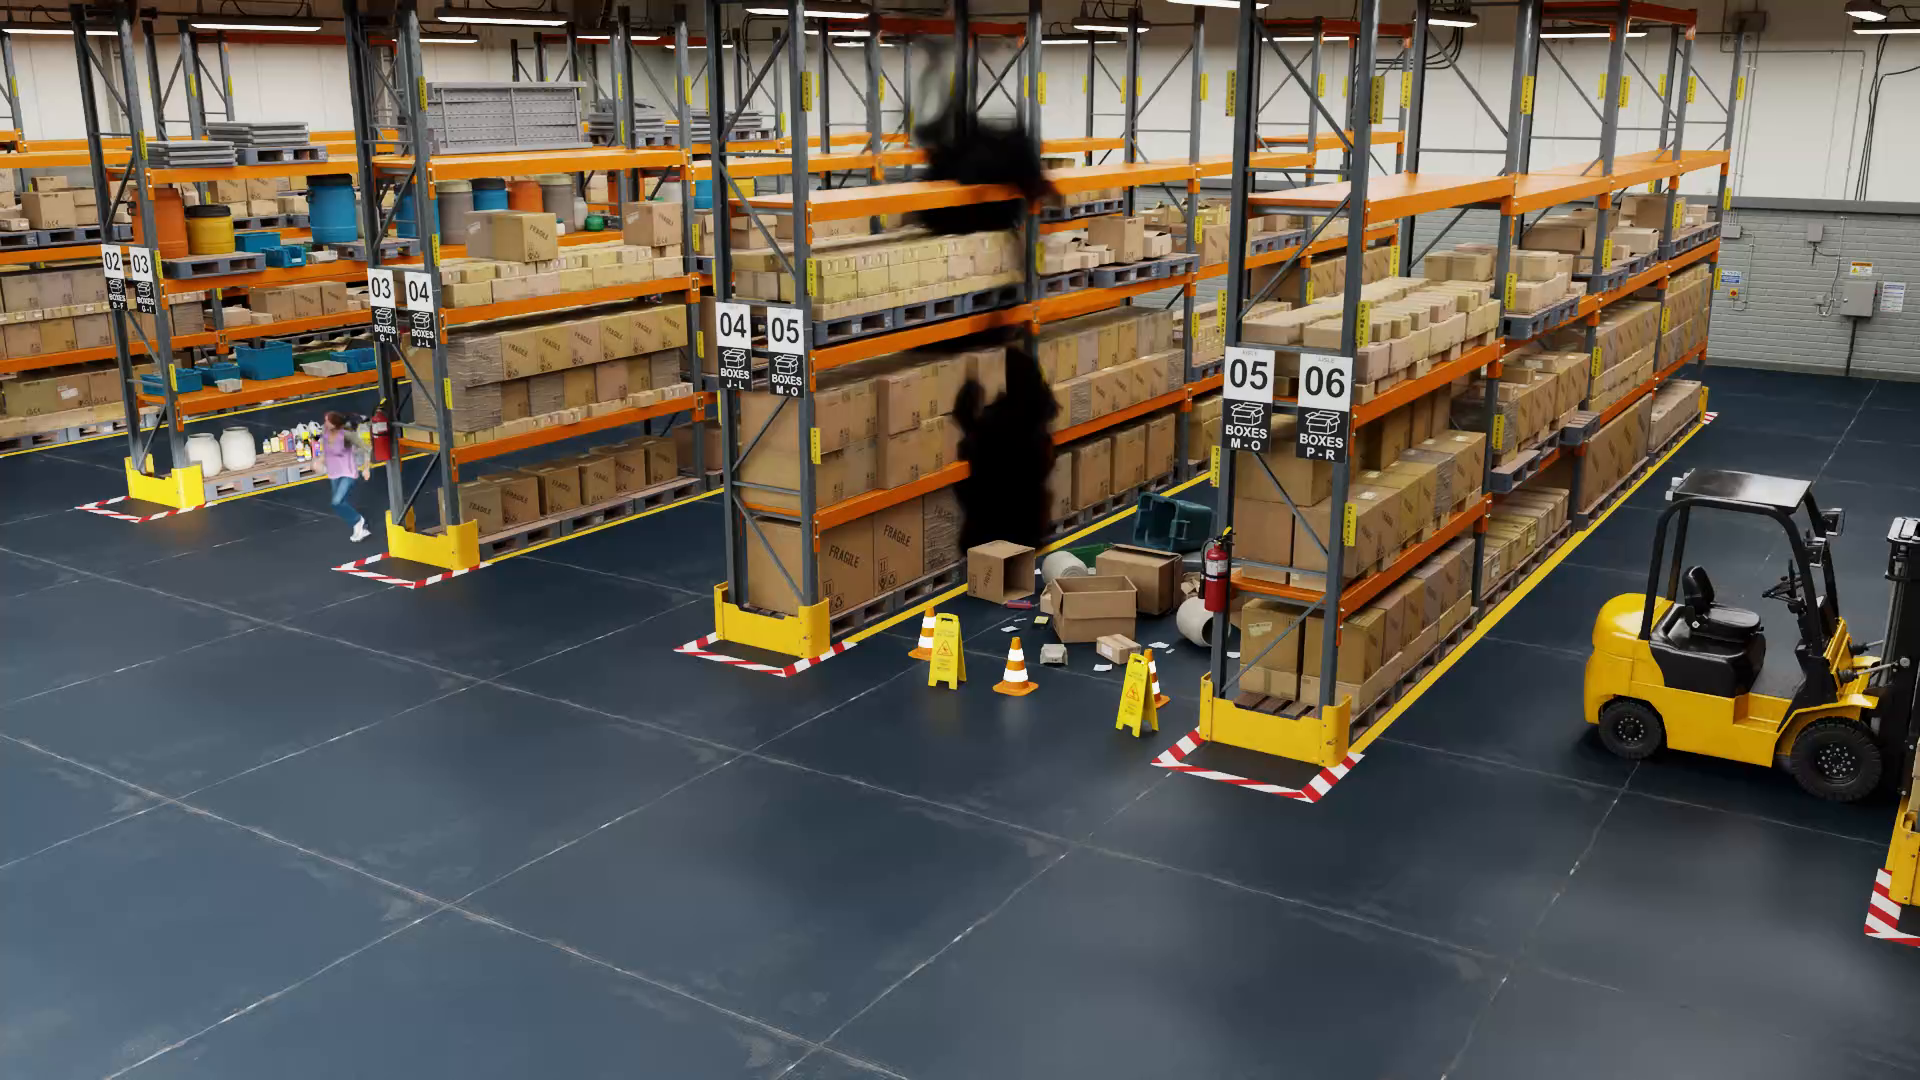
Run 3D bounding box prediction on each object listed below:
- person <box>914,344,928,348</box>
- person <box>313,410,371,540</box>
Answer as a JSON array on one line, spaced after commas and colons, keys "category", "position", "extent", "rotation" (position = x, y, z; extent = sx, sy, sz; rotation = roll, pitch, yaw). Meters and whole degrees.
[{"category": "person", "position": [-0.483, -1.542, 20.497], "extent": [0.694, 1.836, 0.727], "rotation": [10, 18, 31]}, {"category": "person", "position": [-7.005, -0.710, 18.871], "extent": [0.553, 1.549, 0.665], "rotation": [7, 17, 25]}]
